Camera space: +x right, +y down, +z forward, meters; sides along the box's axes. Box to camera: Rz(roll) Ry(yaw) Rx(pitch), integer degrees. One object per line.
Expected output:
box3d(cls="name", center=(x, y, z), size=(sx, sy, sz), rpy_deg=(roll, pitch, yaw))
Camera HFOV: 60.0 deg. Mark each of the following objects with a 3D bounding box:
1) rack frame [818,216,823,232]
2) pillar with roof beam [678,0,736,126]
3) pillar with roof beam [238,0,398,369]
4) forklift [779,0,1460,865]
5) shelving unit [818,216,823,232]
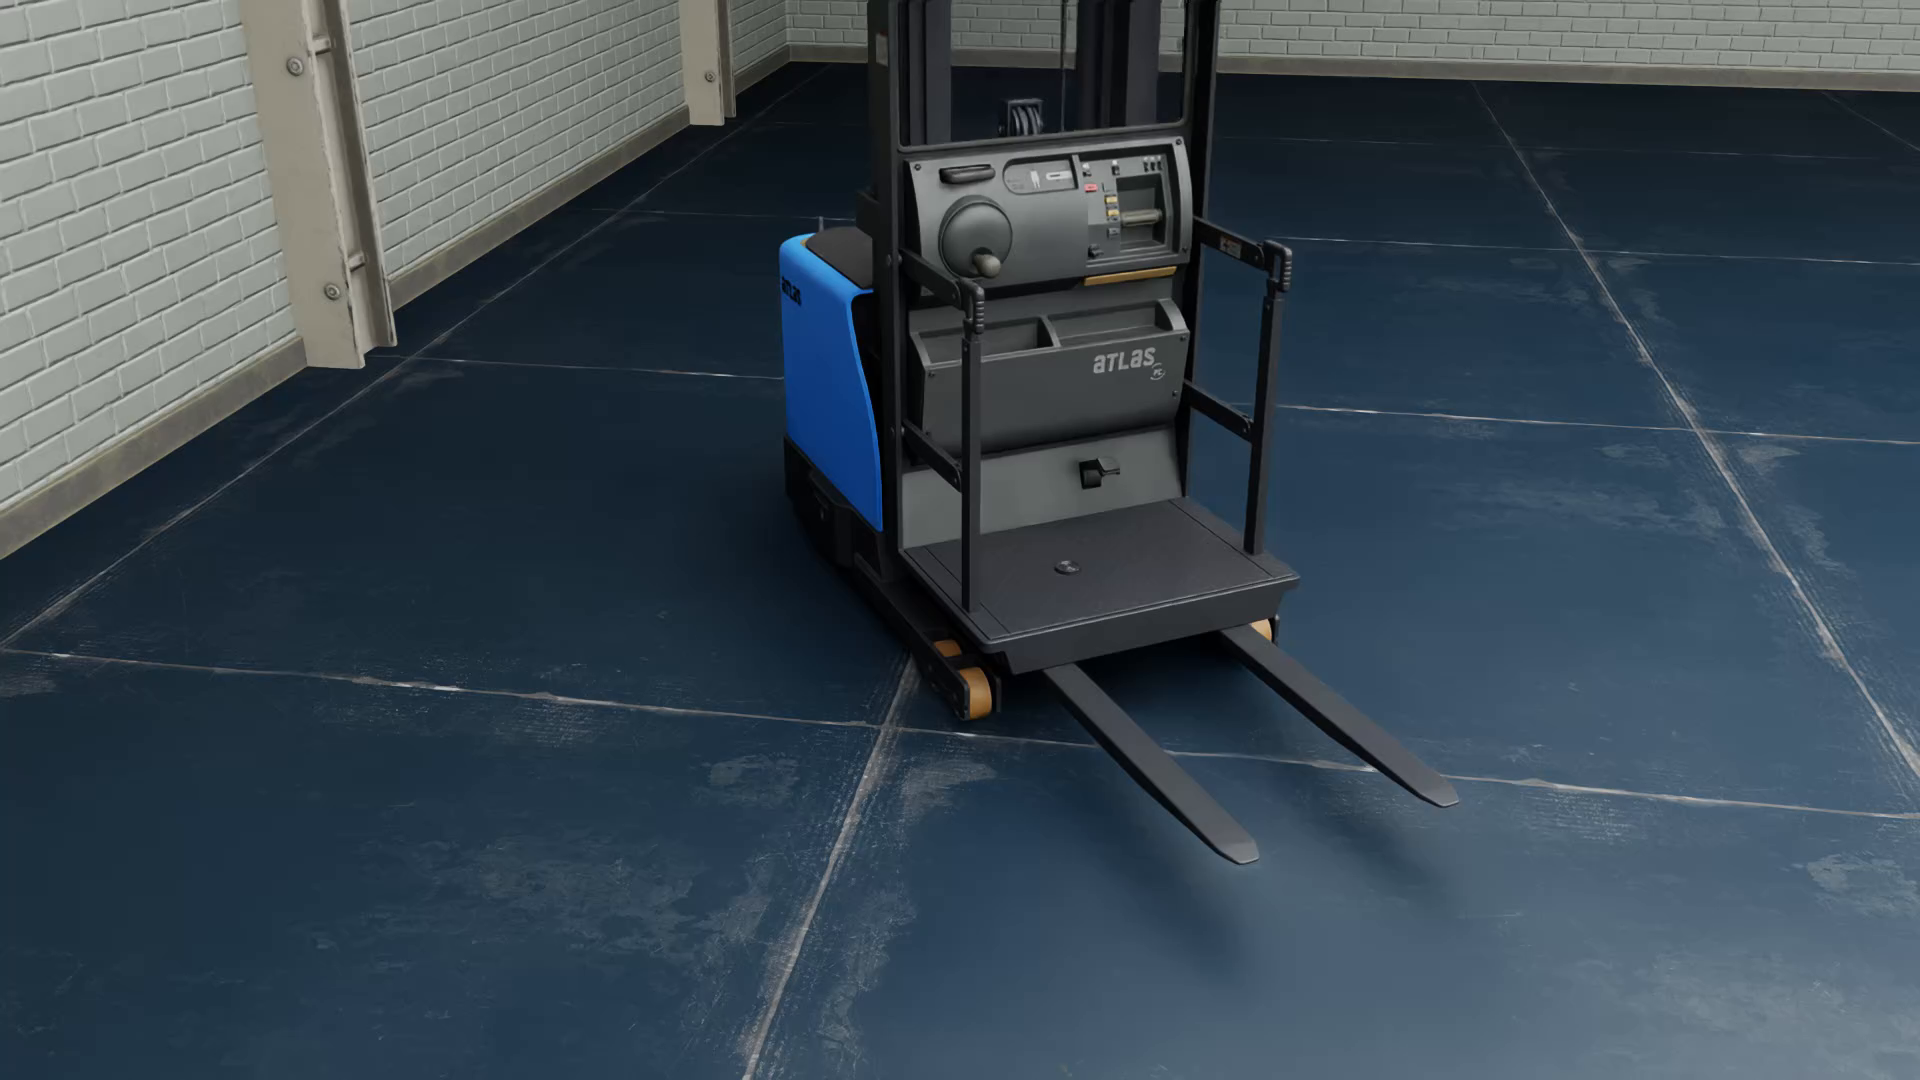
box3d(cls="rack frame", center=(-0.457, -0.794, 6.709), size=(0.200, 1.050, 0.008), rpy_deg=(-11, 27, -21))
box3d(cls="pillar with roof beam", center=(2.219, -7.203, 11.024), size=(9.100, 9.000, 0.400), rpy_deg=(4, 25, 9))
box3d(cls="pillar with roof beam", center=(1.238, -4.694, 5.663), size=(9.100, 9.000, 0.400), rpy_deg=(4, 25, 9))
box3d(cls="forklift", center=(0.376, -0.982, 4.891), size=(1.130, 2.935, 3.031), rpy_deg=(-11, 27, -21))
box3d(cls="shelving unit", center=(-0.408, -0.747, 6.608), size=(0.215, 1.050, 0.252), rpy_deg=(-11, 27, -21))
